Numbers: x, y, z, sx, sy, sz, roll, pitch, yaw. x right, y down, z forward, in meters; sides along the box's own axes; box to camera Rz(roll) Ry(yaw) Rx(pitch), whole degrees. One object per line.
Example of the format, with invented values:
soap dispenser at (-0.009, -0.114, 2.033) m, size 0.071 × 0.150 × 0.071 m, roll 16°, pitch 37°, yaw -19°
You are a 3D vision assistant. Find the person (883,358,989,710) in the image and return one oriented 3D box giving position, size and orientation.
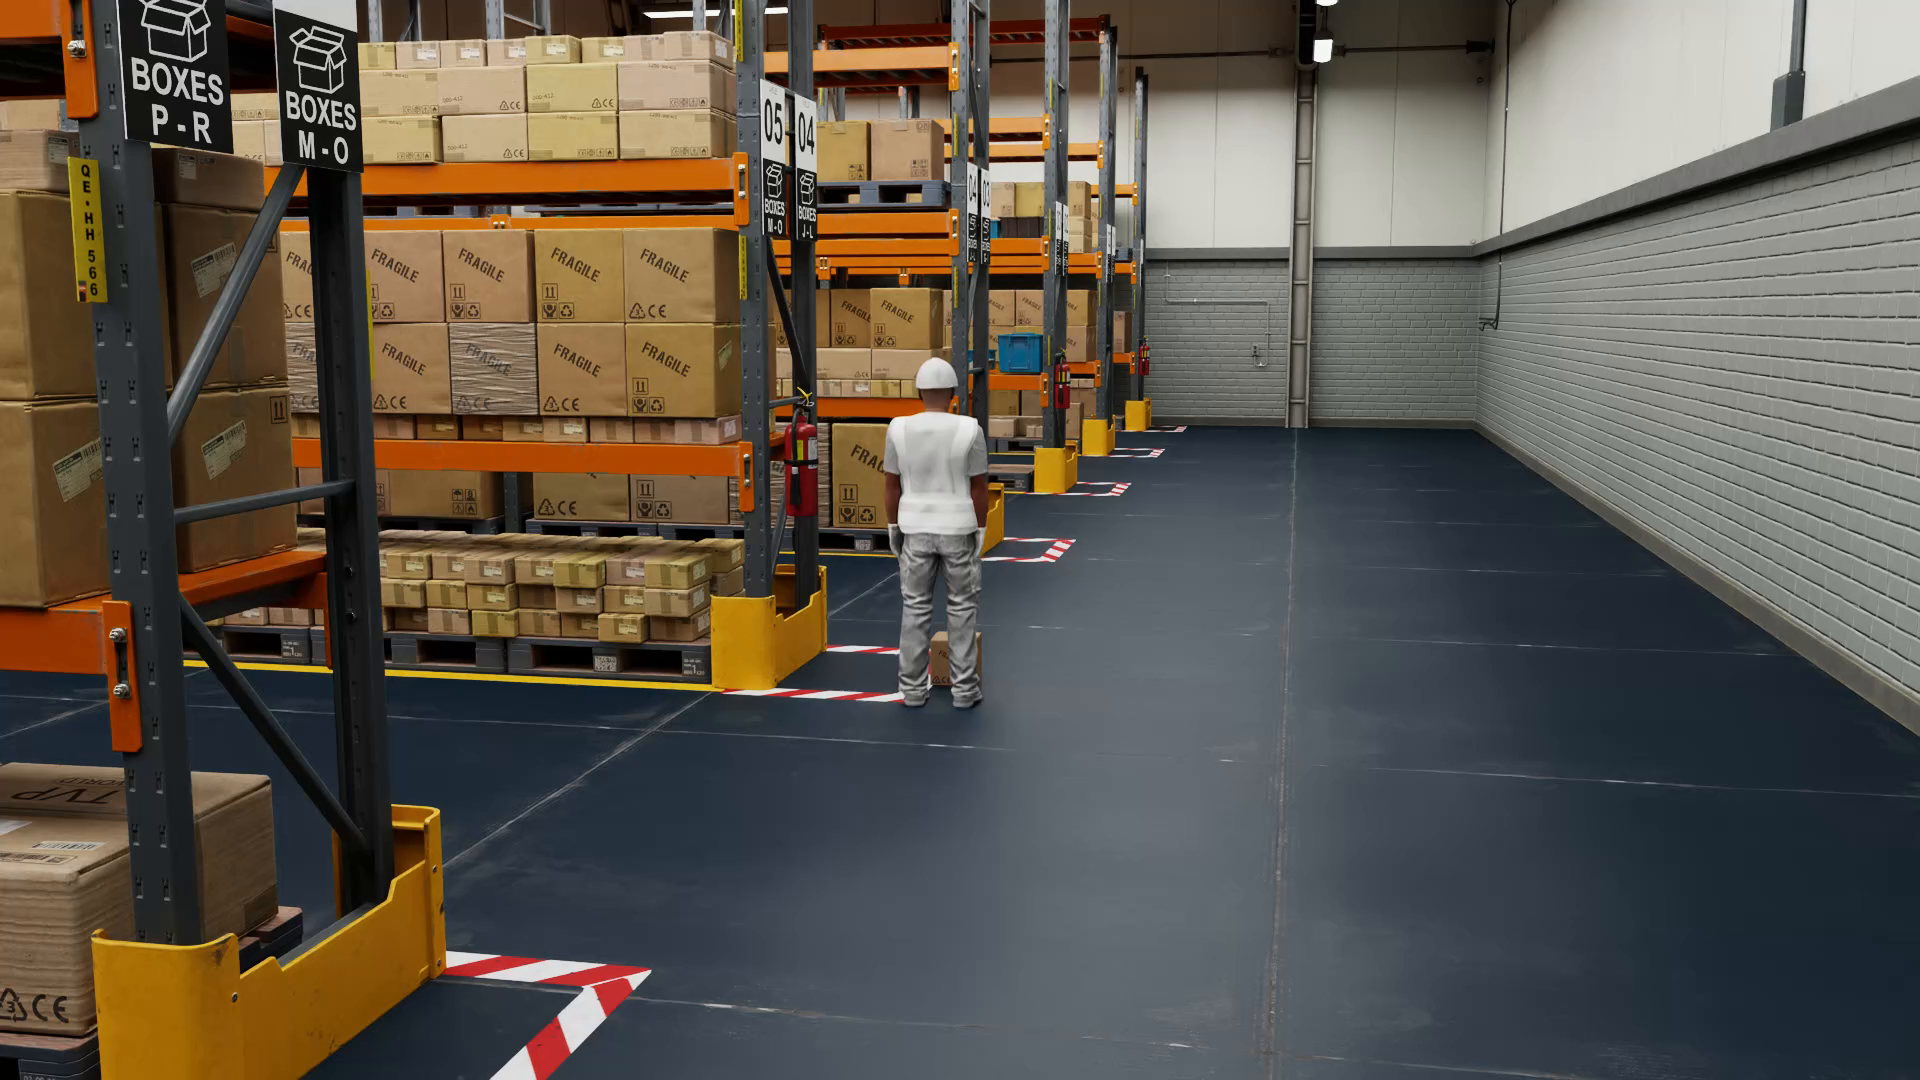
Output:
person at (-0.117, -0.038, 8.510) m, size 0.545 × 1.782 × 0.354 m, roll 2°, pitch 8°, yaw 11°
